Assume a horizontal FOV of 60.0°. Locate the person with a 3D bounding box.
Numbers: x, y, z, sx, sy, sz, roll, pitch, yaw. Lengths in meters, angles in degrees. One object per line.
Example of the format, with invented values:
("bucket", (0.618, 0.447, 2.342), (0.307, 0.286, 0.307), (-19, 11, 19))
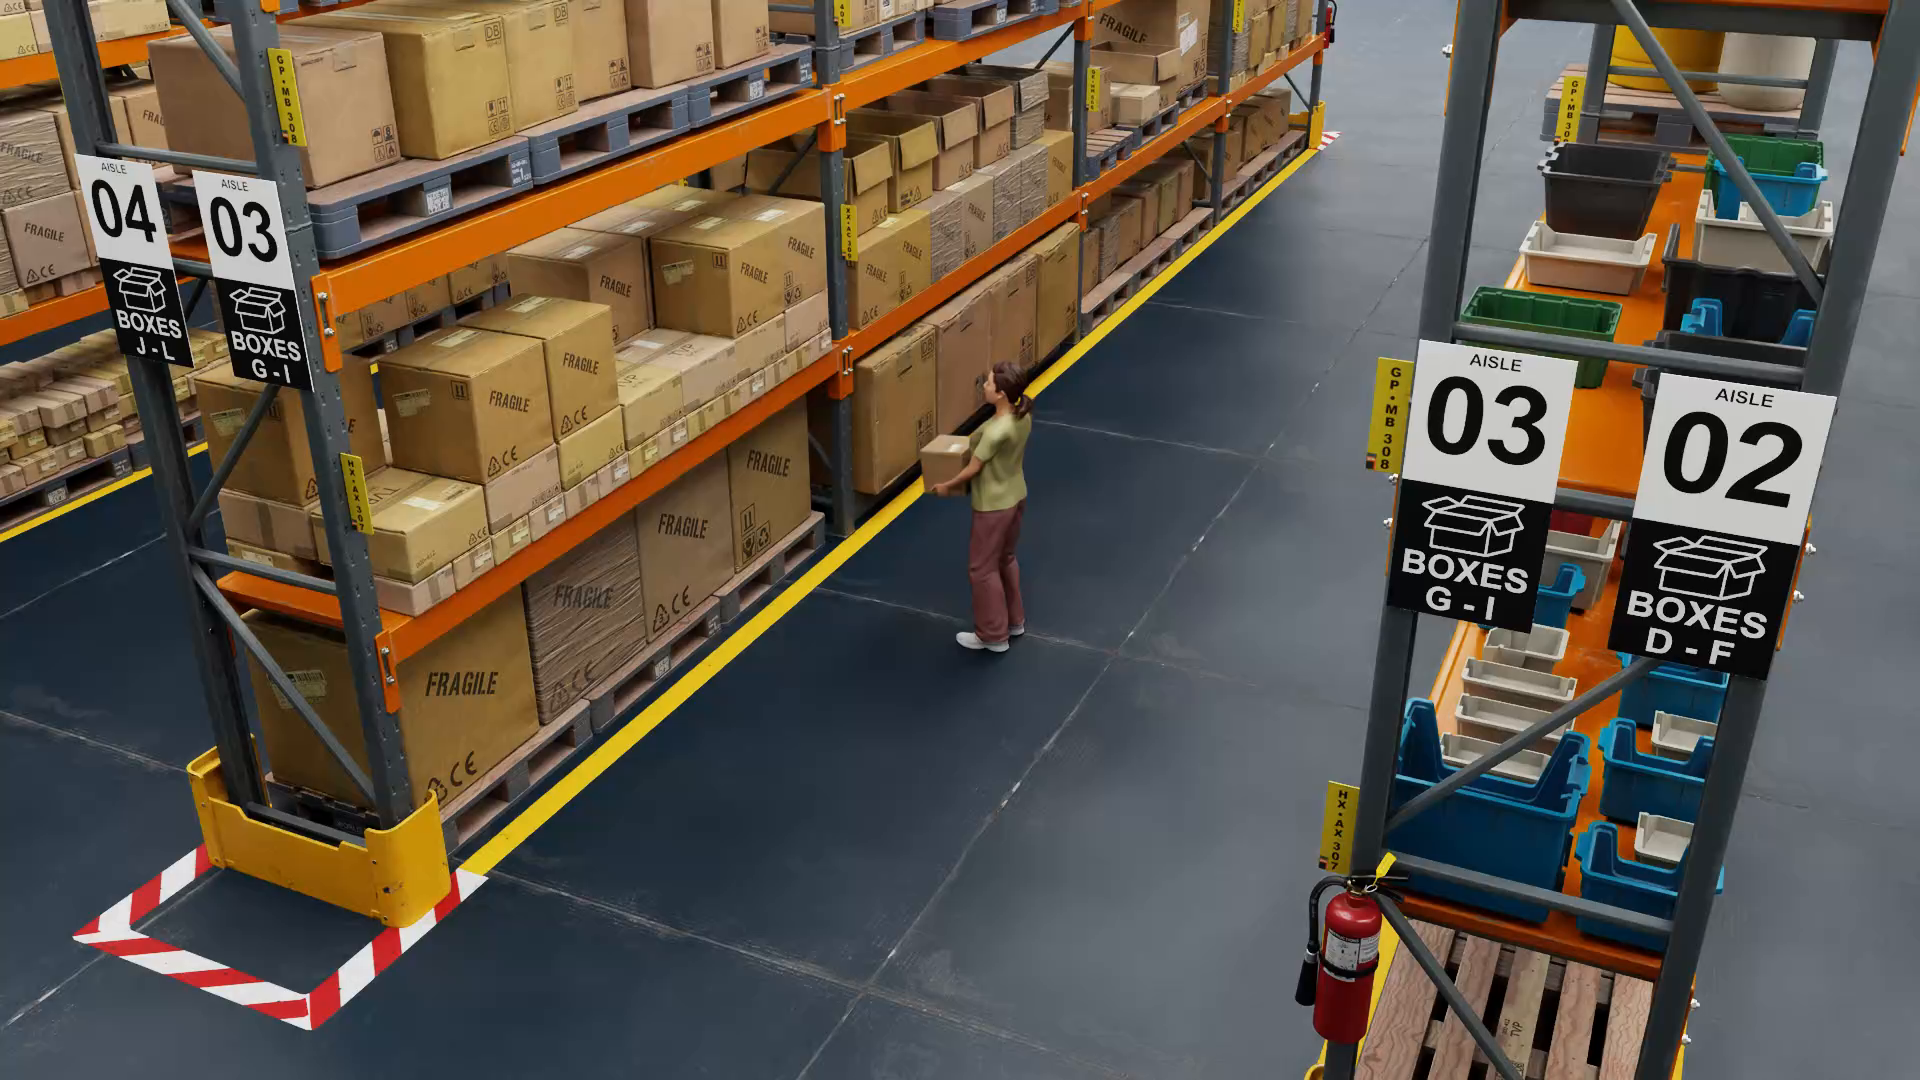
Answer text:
("person", (0.141, -0.200, 9.035), (0.549, 1.665, 0.426), (12, 29, 23))
